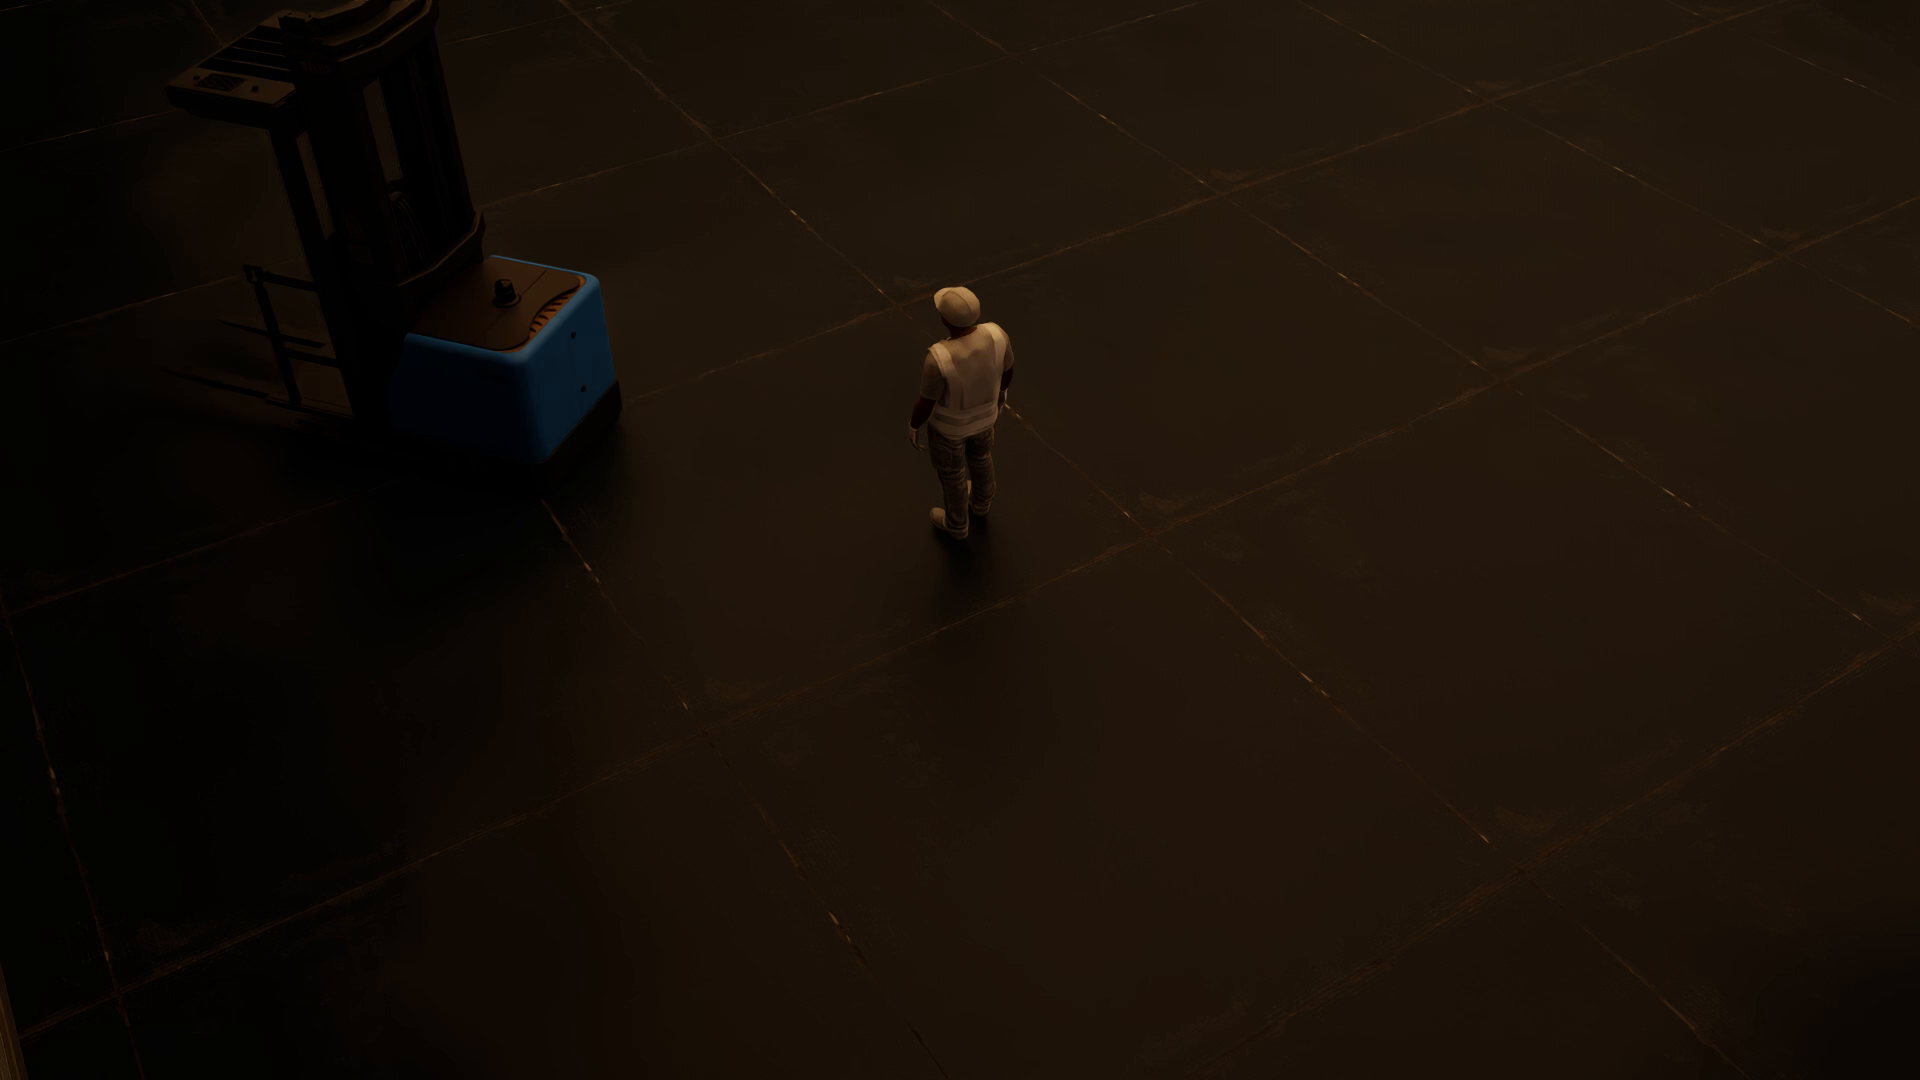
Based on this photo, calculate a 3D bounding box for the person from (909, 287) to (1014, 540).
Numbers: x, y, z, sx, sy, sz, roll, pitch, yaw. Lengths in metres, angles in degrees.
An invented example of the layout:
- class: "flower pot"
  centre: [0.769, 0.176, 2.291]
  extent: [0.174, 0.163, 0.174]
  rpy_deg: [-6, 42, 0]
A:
- class: "person"
  centre: [-0.032, -0.750, 9.530]
  extent: [0.657, 1.784, 0.575]
  rpy_deg: [-23, 46, -24]

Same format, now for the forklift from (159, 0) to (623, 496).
- class: "forklift"
  centre: [-3.803, -1.967, 10.122]
  extent: [3.031, 2.935, 1.130]
  rpy_deg: [13, 43, 14]
